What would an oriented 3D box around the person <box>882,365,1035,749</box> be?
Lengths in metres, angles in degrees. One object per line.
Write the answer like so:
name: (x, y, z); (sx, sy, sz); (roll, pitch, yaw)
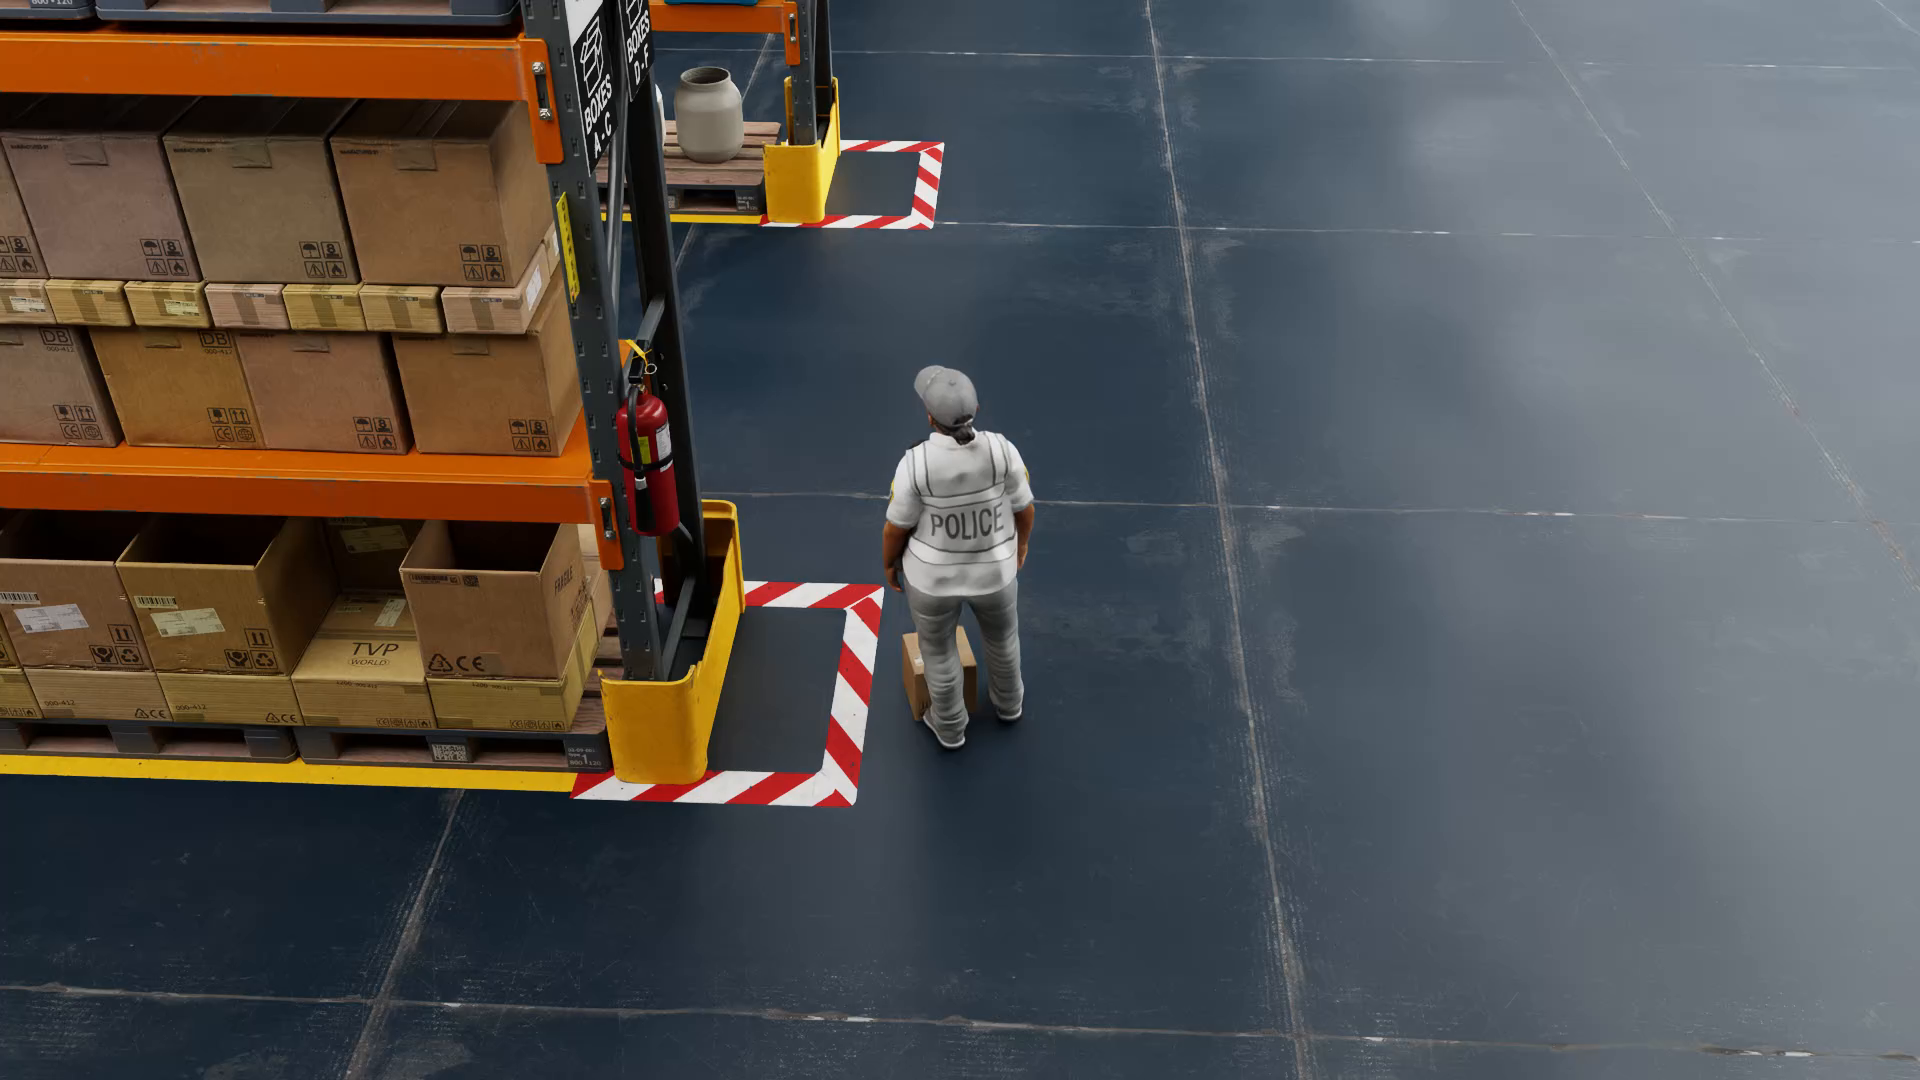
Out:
person: (-0.001, 0.053, 6.053); (0.593, 1.669, 0.529); (-7, 36, -9)
